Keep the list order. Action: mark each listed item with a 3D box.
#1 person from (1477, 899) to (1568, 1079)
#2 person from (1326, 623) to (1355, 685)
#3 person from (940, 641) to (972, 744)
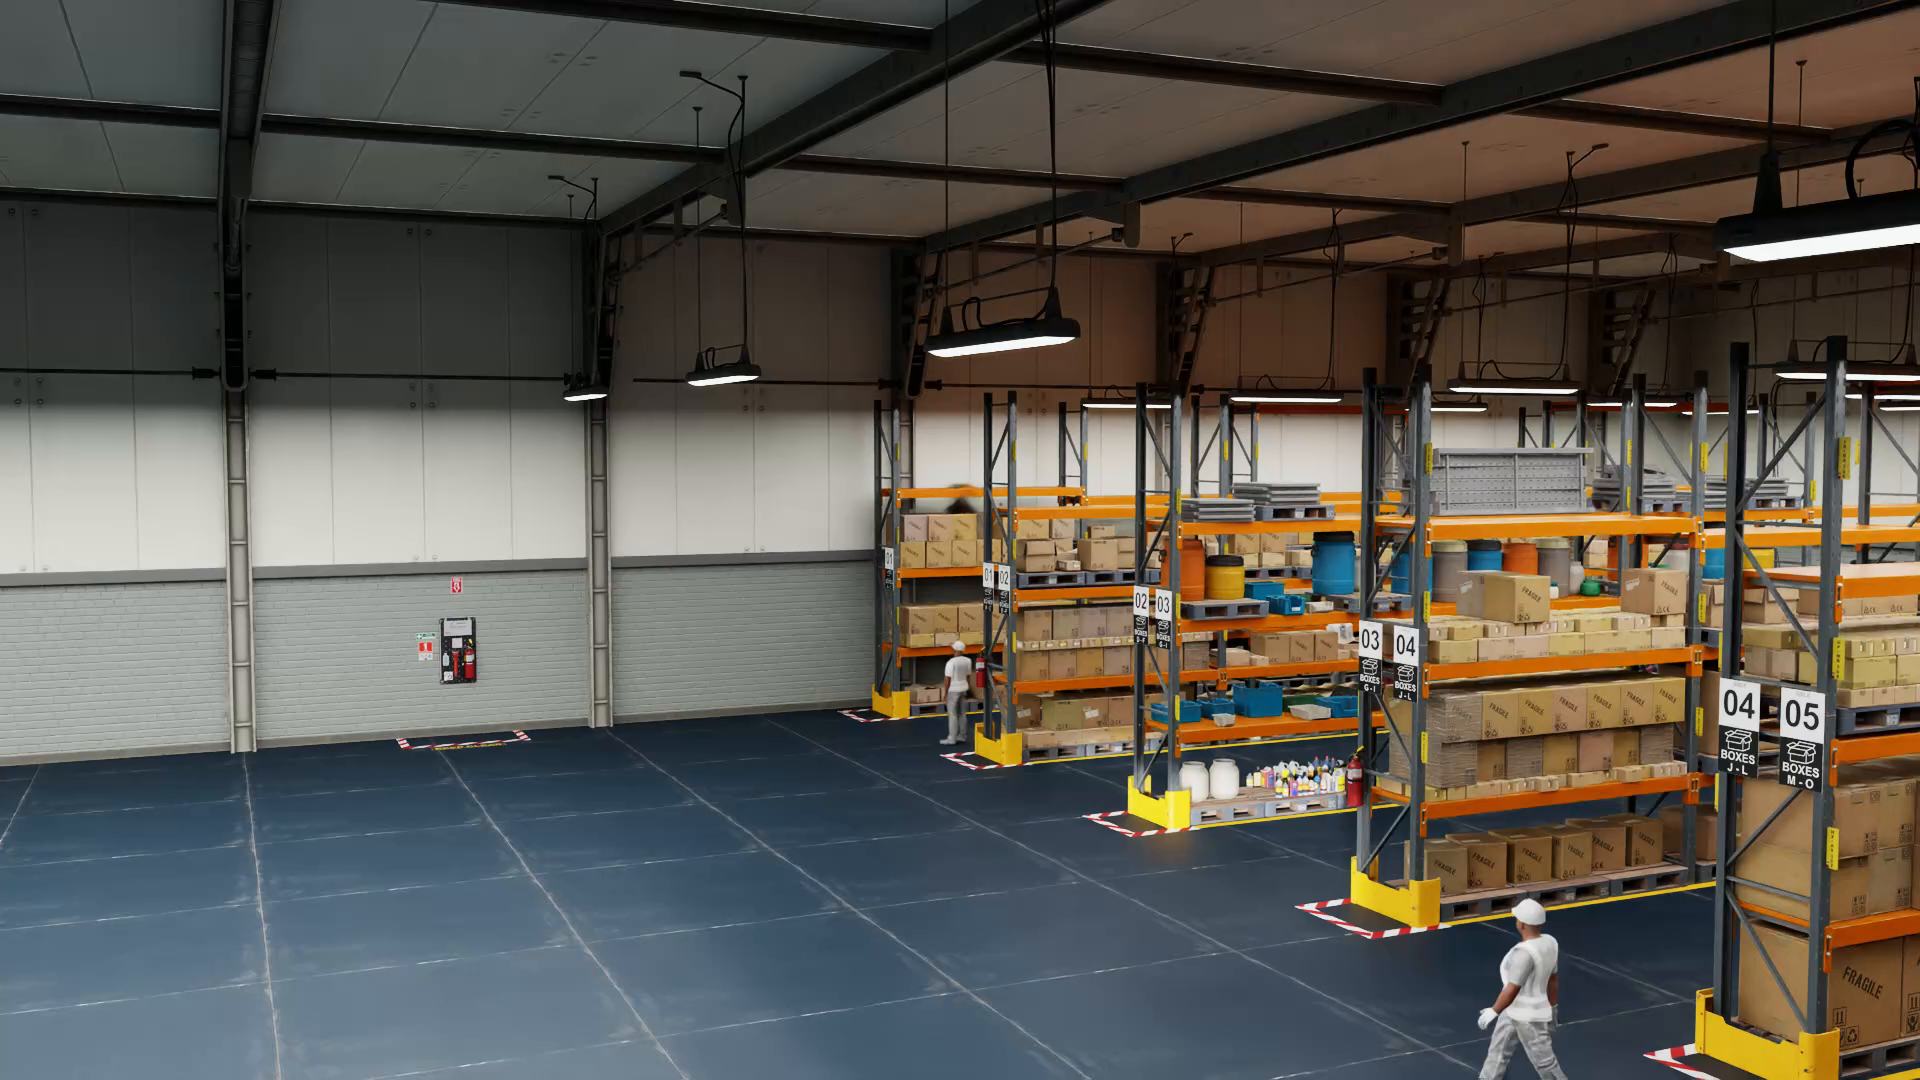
[{"bbox_3d":[4.134,3.536,12.439,1.011,1.728,0.518,0,3,7],"label":"person"},{"bbox_3d":[7.833,2.293,34.260,0.651,1.813,0.437,-1,3,-11],"label":"person"},{"bbox_3d":[-0.055,2.607,28.625,0.415,1.767,0.637,3,4,38],"label":"person"}]
